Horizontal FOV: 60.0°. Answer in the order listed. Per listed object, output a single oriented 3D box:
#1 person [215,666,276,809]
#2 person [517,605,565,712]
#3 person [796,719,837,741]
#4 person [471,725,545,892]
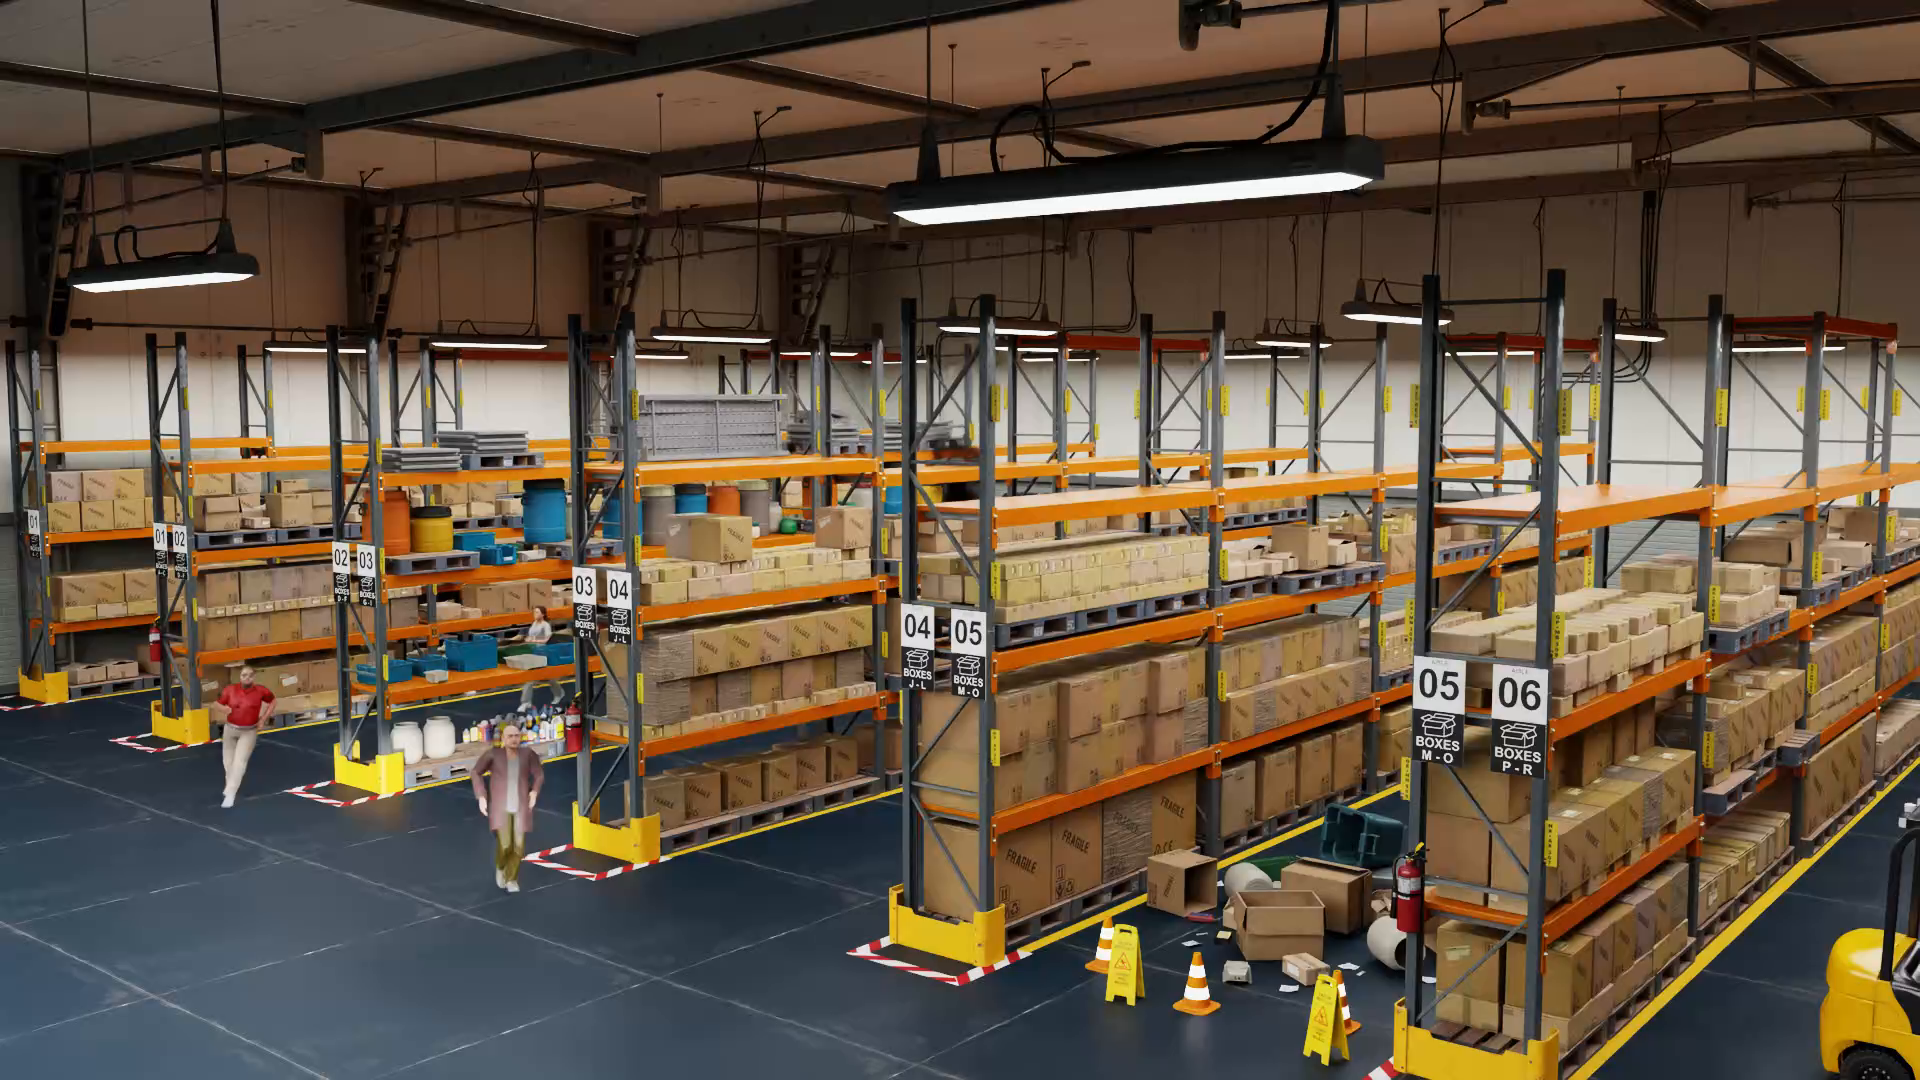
[{"bbox_3d":[-8.996,2.453,20.911,0.680,1.761,0.760,-1,5,-7],"label":"person"},{"bbox_3d":[-6.784,1.886,26.872,0.554,1.681,0.908,3,6,31],"label":"person"},{"bbox_3d":[-2.001,2.235,23.341,0.636,1.727,0.814,5,7,42],"label":"person"},{"bbox_3d":[-4.602,2.772,17.075,0.724,1.741,0.574,-3,6,-27],"label":"person"}]
